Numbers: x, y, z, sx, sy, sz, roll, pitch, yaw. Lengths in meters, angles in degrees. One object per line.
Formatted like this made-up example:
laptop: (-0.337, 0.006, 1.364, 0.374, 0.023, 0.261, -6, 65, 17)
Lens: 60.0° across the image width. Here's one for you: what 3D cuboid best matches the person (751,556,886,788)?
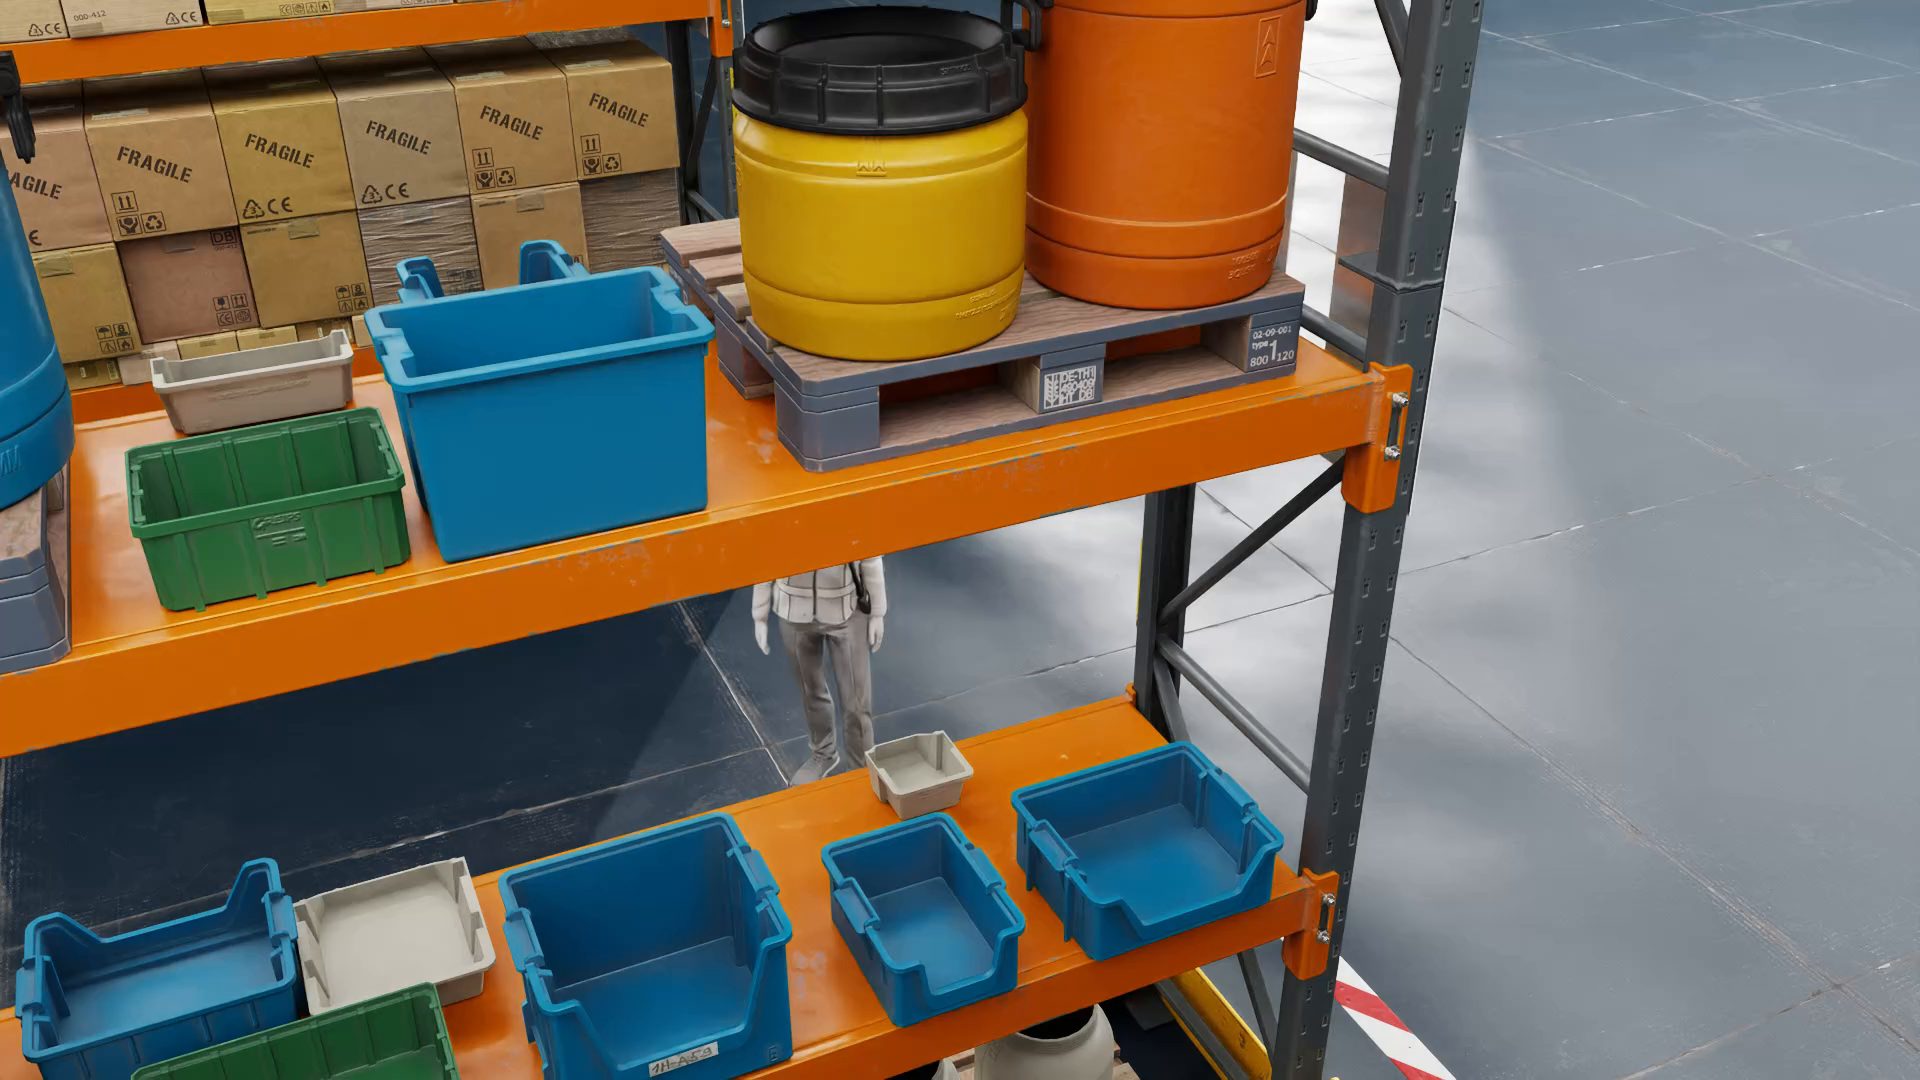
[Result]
person: (-0.565, 0.345, 6.495, 0.526, 1.685, 0.522, 2, 30, 4)
